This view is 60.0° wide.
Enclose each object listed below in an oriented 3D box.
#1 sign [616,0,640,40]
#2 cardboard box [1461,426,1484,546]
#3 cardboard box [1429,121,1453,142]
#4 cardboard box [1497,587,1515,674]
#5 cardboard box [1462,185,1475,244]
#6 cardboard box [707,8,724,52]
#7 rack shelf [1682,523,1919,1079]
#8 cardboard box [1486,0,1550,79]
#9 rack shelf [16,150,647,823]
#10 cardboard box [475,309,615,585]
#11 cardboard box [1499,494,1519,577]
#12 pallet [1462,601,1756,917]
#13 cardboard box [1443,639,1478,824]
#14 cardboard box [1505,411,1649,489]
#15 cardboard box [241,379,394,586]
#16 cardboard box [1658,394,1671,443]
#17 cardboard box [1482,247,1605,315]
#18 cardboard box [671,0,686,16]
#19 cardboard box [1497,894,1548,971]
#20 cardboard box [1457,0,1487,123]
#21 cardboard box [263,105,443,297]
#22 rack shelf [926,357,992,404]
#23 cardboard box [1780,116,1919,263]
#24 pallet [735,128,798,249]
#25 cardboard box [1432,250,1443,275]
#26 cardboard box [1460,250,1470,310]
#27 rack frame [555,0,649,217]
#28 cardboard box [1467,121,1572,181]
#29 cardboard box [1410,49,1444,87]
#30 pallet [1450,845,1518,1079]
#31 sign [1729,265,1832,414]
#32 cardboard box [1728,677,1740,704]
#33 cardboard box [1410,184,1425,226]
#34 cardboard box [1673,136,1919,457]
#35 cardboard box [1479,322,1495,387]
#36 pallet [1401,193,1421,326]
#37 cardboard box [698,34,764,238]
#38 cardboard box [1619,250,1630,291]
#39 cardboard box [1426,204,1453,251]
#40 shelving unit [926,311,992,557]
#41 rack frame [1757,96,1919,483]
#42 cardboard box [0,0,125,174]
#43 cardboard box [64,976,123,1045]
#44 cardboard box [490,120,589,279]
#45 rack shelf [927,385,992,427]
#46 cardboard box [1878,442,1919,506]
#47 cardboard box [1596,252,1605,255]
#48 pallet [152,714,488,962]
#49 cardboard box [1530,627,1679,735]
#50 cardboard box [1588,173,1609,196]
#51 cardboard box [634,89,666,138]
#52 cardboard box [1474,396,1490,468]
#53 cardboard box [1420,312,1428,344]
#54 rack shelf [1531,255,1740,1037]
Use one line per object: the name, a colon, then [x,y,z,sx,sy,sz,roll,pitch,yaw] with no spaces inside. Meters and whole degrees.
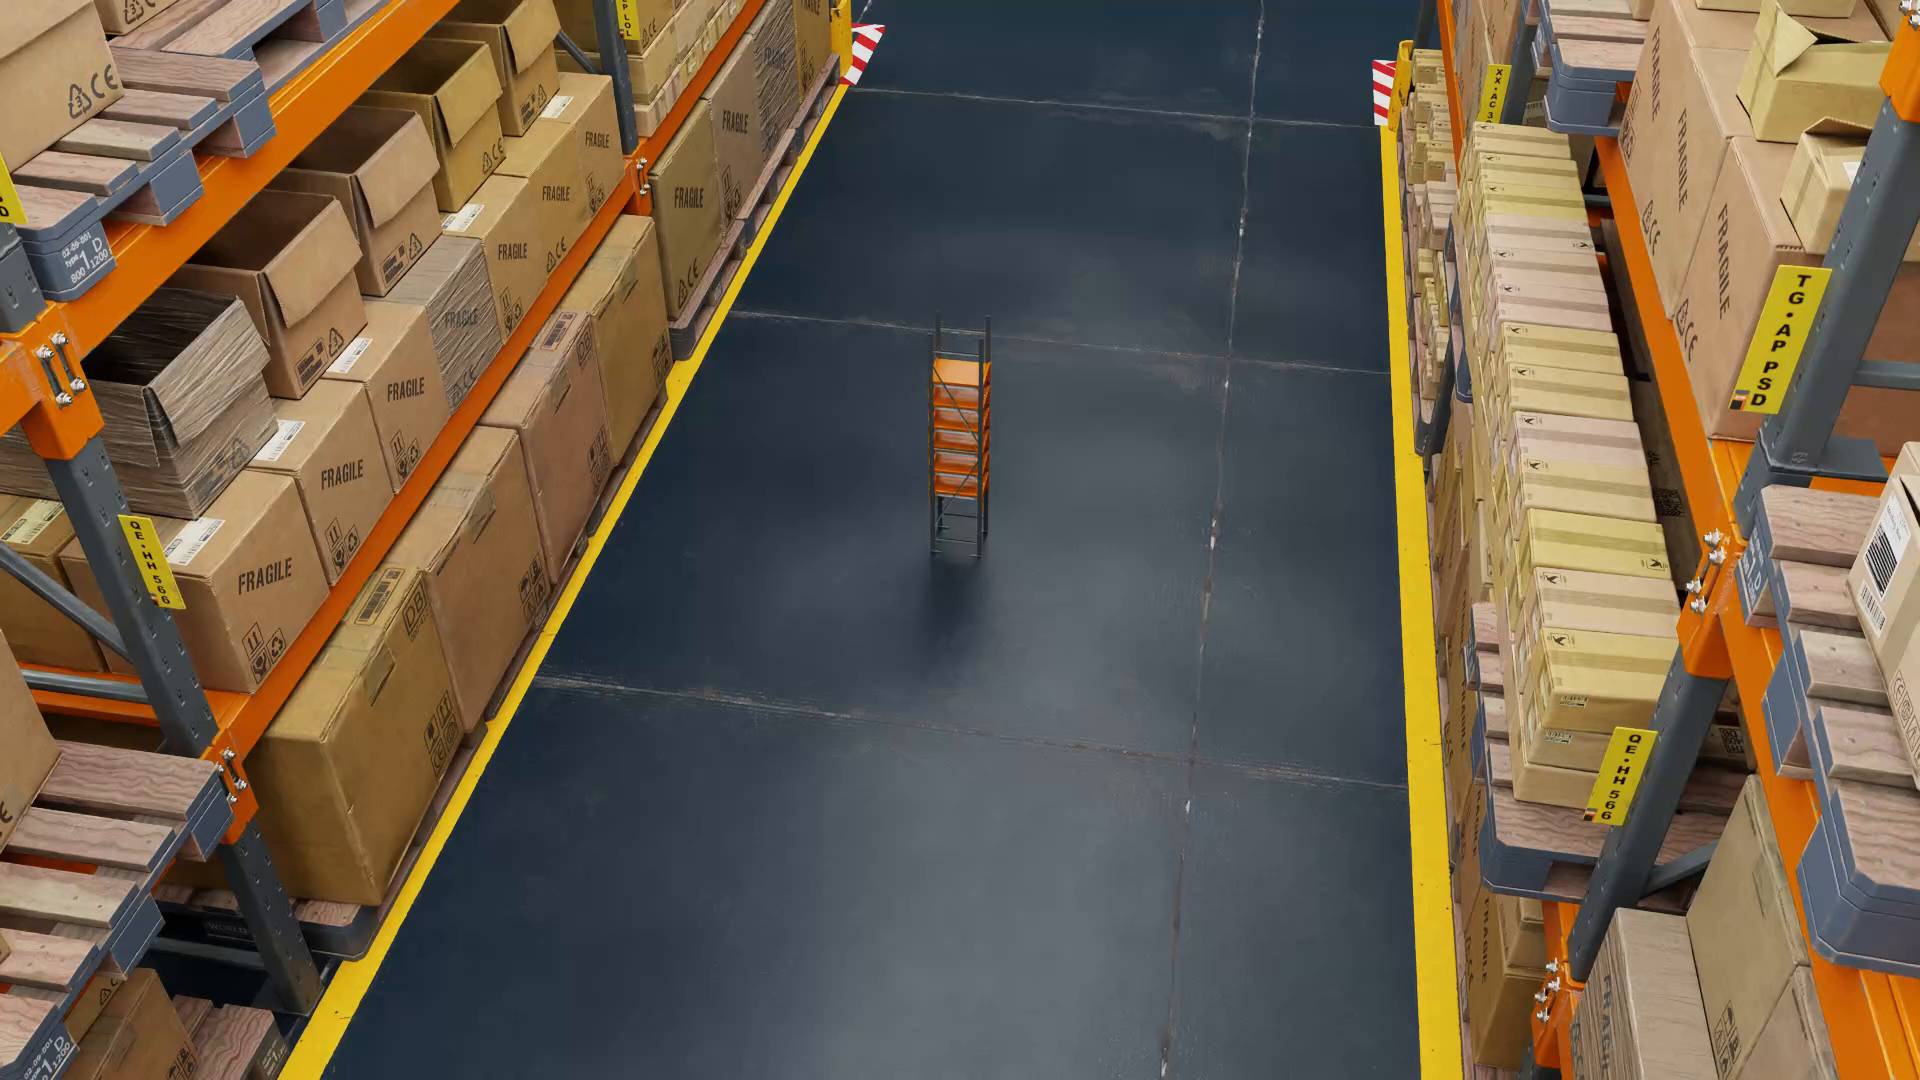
sign: [-1.530,-2.447,7.606,0.100,0.325,0.005,6,40,8]
cardboard box: [2.324,-0.193,6.770,0.500,0.250,0.500,7,40,9]
cardboard box: [2.951,-2.318,9.737,0.380,0.149,0.250,8,40,9]
cardboard box: [1.831,0.293,5.006,0.380,0.149,0.250,7,40,8]
cardboard box: [2.238,-1.295,6.693,0.380,0.149,0.250,6,40,7]
cardboard box: [-1.509,-2.793,9.068,0.380,0.149,0.250,6,40,7]
rack shelf: [1.764,1.412,1.995,1.077,0.370,4.000,6,40,8]
cardboard box: [2.617,-2.338,7.224,0.500,0.500,0.500,5,40,6]
rack shelf: [-2.412,-0.552,6.726,1.077,0.370,4.000,6,40,8]
cardboard box: [-2.311,-0.463,7.391,1.225,0.875,0.875,5,40,6]
cardboard box: [1.878,0.006,5.120,0.380,0.149,0.250,6,40,8]
pallet: [2.128,0.651,4.856,1.213,0.211,1.003,6,40,8]
cardboard box: [2.135,0.736,6.234,0.500,0.500,0.500,5,40,6]
cardboard box: [1.924,-0.257,5.204,0.380,0.149,0.250,6,40,8]
cardboard box: [-2.319,-0.212,5.671,0.500,0.500,0.500,5,40,6]
cardboard box: [2.706,-0.451,5.905,0.380,0.149,0.250,8,40,10]
cardboard box: [2.102,-0.919,6.005,0.380,0.149,0.250,6,40,7]
cardboard box: [-1.638,-3.011,8.431,0.500,0.500,0.500,6,40,8]
cardboard box: [1.970,1.090,5.218,0.500,0.250,0.500,6,40,7]
cardboard box: [2.698,-2.288,7.949,0.500,0.500,0.500,5,40,6]
cardboard box: [-2.391,-1.287,6.184,0.797,0.503,0.637,8,40,9]
rack shelf: [-0.002,-0.697,7.252,0.258,0.103,0.180,6,40,8]
cardboard box: [1.924,-0.736,3.350,0.396,0.266,0.258,6,40,8]
pallet: [-1.648,-2.247,10.399,1.003,0.211,1.213,6,40,8]
cardboard box: [2.772,-1.535,9.024,0.380,0.149,0.250,7,40,9]
cardboard box: [2.191,-1.012,6.584,0.380,0.149,0.250,7,40,8]
rack frame: [-2.066,-2.085,8.015,1.000,3.000,0.127,6,40,8]
cardboard box: [2.281,-1.572,6.795,0.380,0.149,0.250,8,40,10]
cardboard box: [3.069,-2.986,10.545,0.380,0.149,0.250,5,40,6]
pallet: [2.246,1.620,5.722,1.003,0.211,1.213,6,40,8]
sign: [1.576,-0.381,3.193,0.100,0.325,0.005,6,40,8]
cardboard box: [2.479,0.374,4.907,0.380,0.149,0.250,8,40,10]
cardboard box: [2.856,-1.959,9.770,0.380,0.149,0.250,5,40,6]
cardboard box: [1.958,-0.545,3.720,0.500,0.500,0.500,6,40,8]
cardboard box: [2.058,-0.634,5.893,0.380,0.149,0.250,6,40,7]
pallet: [3.092,-1.593,9.608,1.003,0.211,1.213,6,40,8]
cardboard box: [-1.717,-2.398,9.731,0.875,0.875,0.875,6,40,8]
cardboard box: [2.884,-1.105,6.697,0.380,0.149,0.250,7,40,8]
cardboard box: [2.726,-1.675,8.960,0.380,0.149,0.250,5,40,6]
shelving unit: [-0.002,-0.453,7.454,0.258,1.200,0.189,6,40,8]
rack frame: [2.110,-1.276,2.328,1.000,3.000,0.127,6,40,8]
cardboard box: [-2.723,-1.323,4.328,0.797,0.503,0.637,9,40,10]
cardboard box: [-2.844,1.354,4.883,0.500,0.250,0.500,8,40,9]
cardboard box: [-1.970,-1.490,7.217,0.500,0.500,0.500,8,40,9]
rack shelf: [-0.002,-0.604,7.329,0.258,0.103,0.180,6,40,8]
cardboard box: [1.894,-0.032,2.966,0.380,0.149,0.250,5,40,6]
cardboard box: [3.189,-1.457,8.696,0.380,0.149,0.250,5,40,7]
pallet: [-2.547,1.014,6.455,1.003,0.211,1.213,6,40,8]
cardboard box: [1.743,0.383,4.430,0.380,0.149,0.250,5,40,6]
cardboard box: [3.145,-1.690,7.734,0.380,0.149,0.250,7,40,9]
cardboard box: [-1.687,-2.137,8.275,0.380,0.149,0.250,6,40,8]
cardboard box: [2.013,-0.365,5.802,0.380,0.149,0.250,5,40,6]
cardboard box: [2.644,-1.148,8.789,0.380,0.149,0.250,5,40,6]
rack shelf: [2.456,0.058,5.987,1.077,0.370,4.000,6,40,8]
